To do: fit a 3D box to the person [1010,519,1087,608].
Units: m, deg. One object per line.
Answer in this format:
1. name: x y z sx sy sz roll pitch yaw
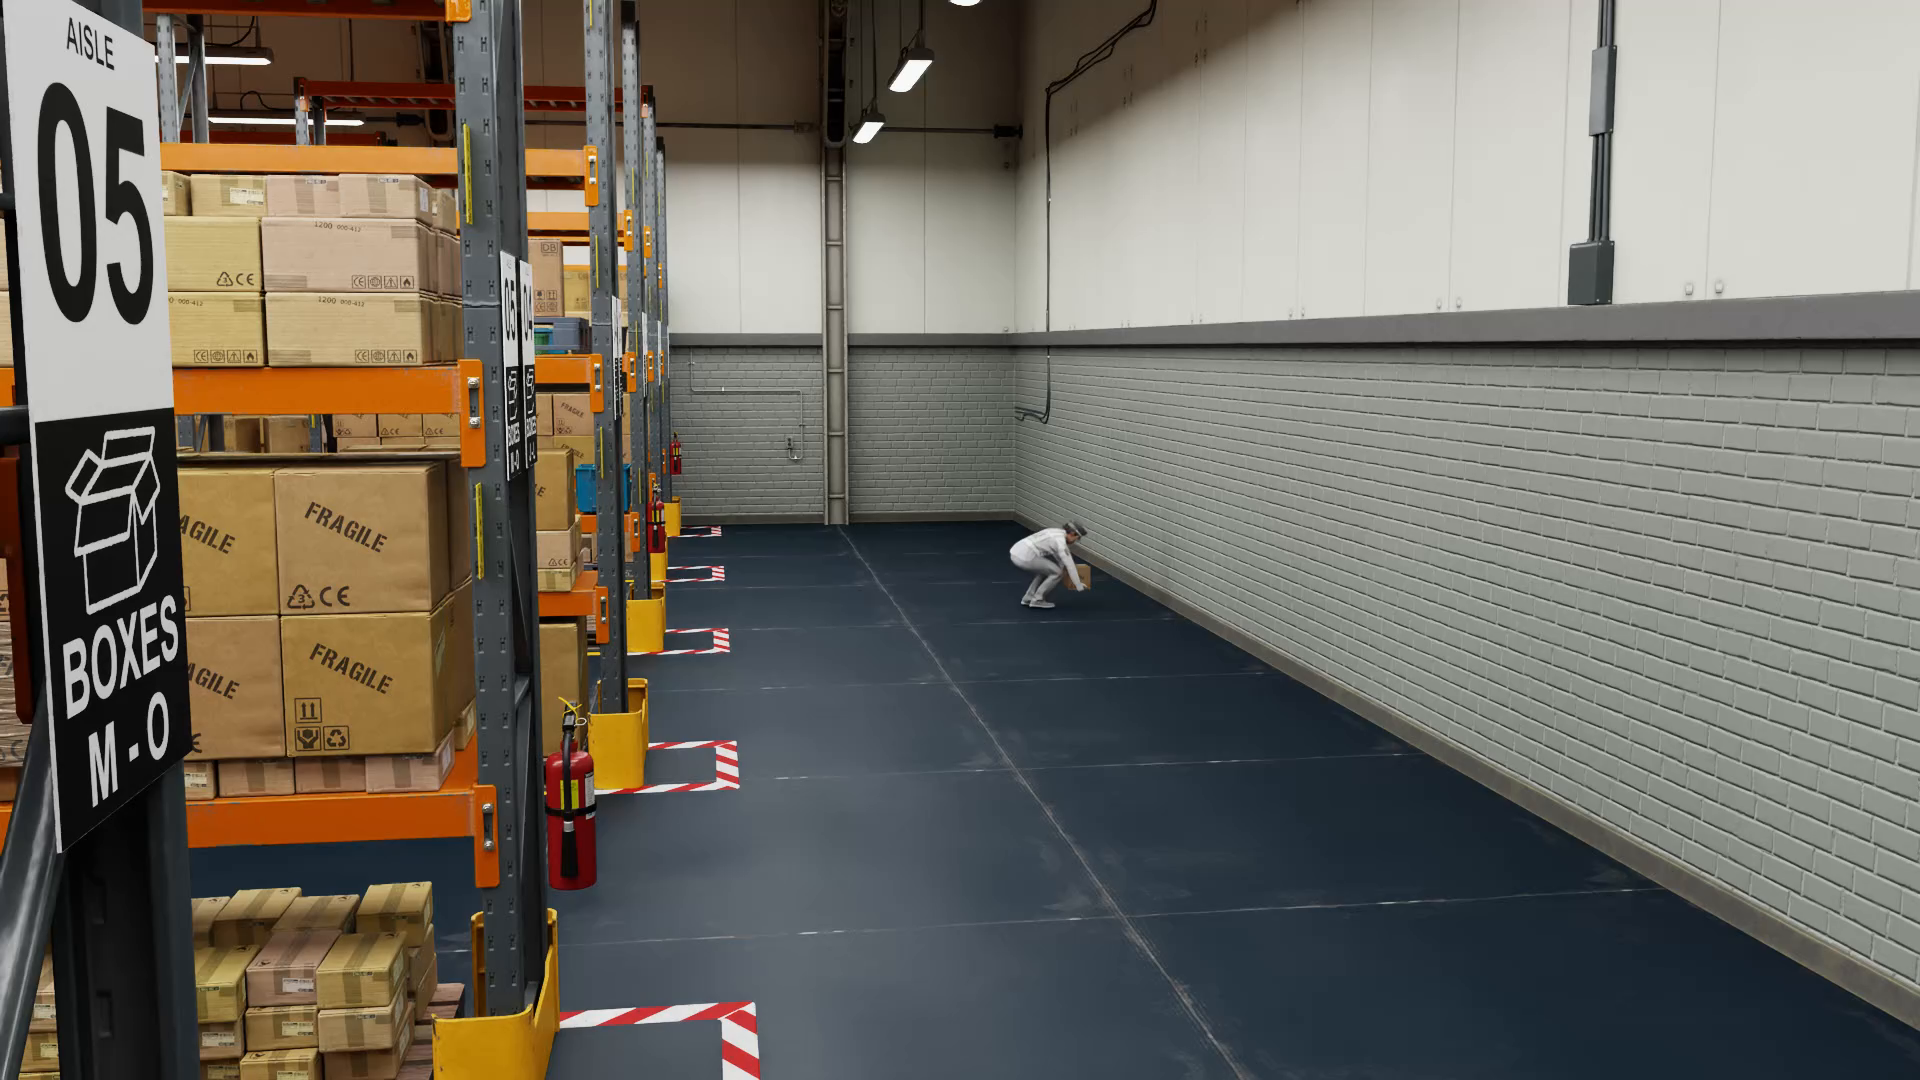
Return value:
1. person: 0.994 0.257 18.510 0.883 0.982 0.454 -1 7 -10
